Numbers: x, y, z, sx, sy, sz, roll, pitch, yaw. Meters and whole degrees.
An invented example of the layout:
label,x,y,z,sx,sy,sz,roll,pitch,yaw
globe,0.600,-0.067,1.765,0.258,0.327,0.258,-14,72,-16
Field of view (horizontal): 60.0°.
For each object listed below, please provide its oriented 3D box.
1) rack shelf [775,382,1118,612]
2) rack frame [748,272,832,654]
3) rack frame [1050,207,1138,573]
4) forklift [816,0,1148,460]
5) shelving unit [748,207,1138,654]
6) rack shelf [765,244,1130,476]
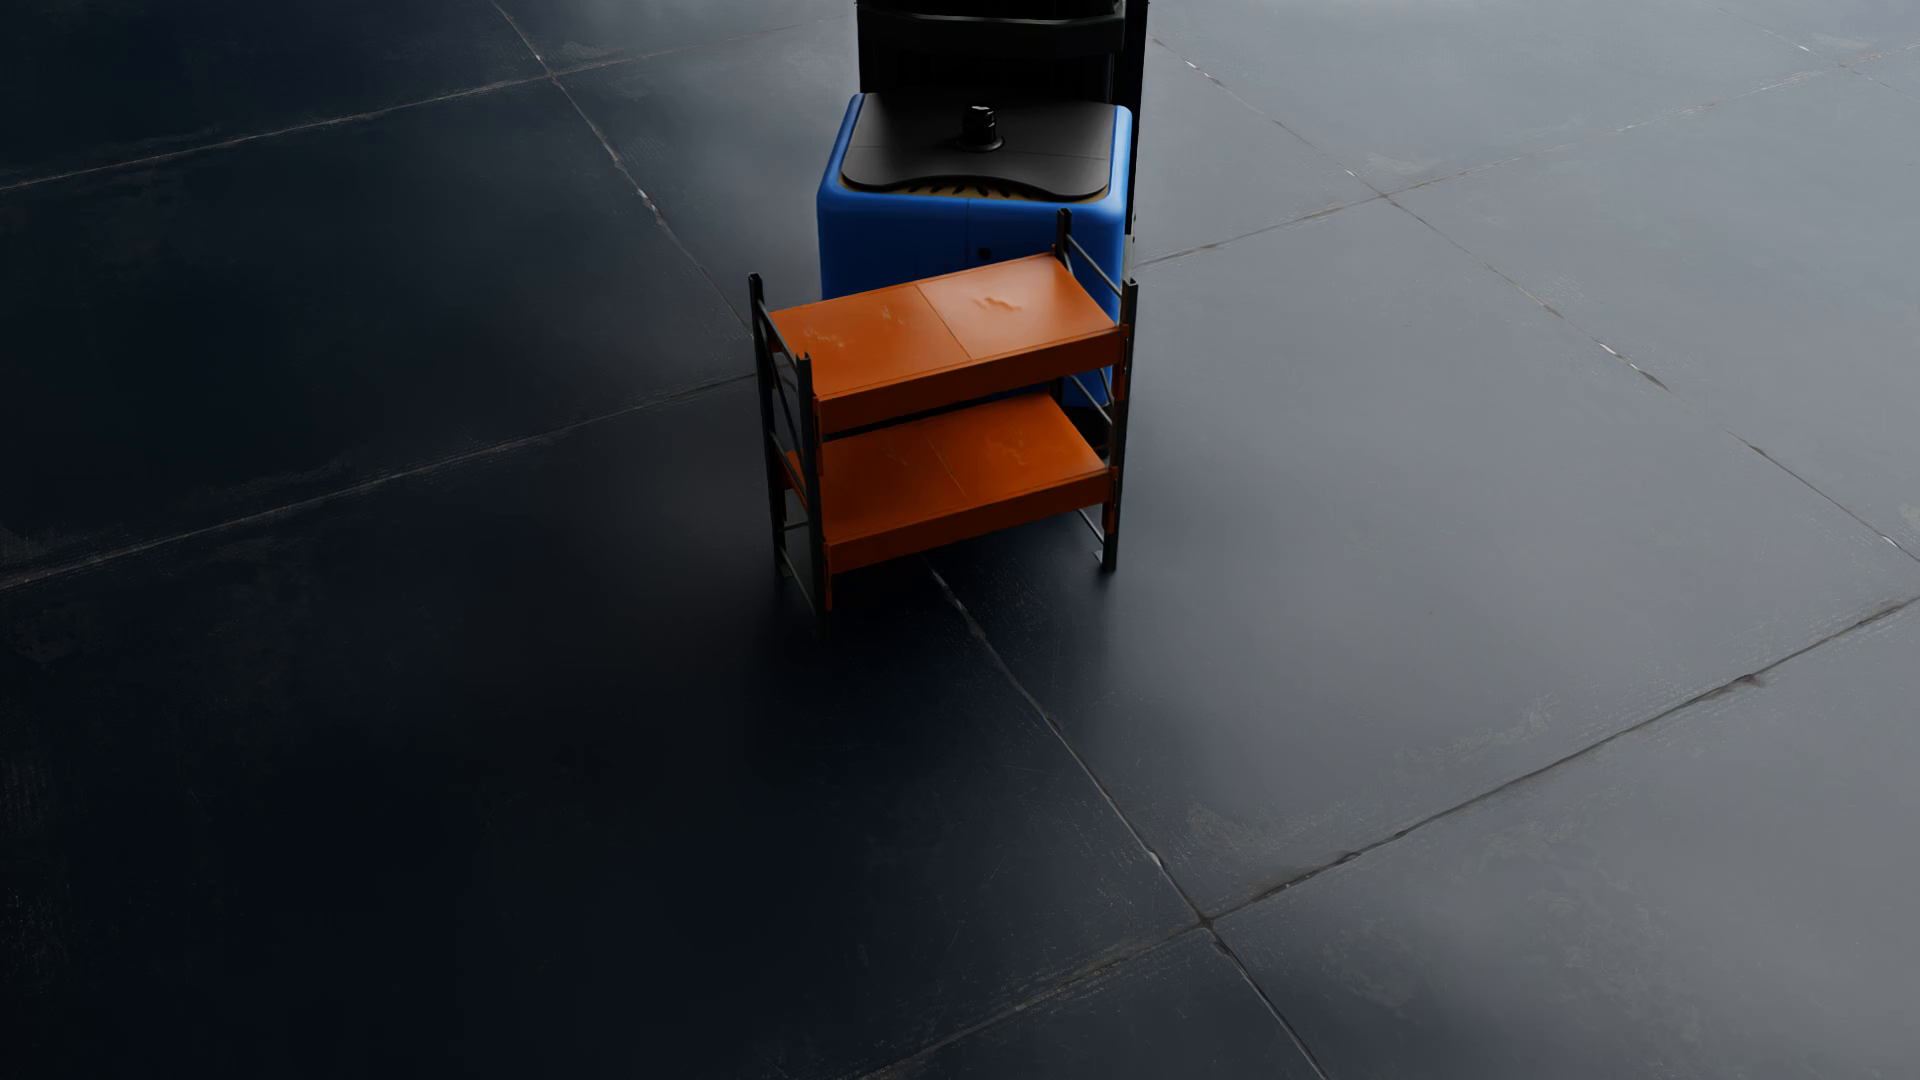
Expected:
label,x,y,z,sx,sy,sz,roll,pitch,yaw
rack shelf,-0.052,-0.158,5.444,1.000,0.278,0.538,-15,43,-17
rack frame,-0.522,-0.218,5.137,0.032,1.125,0.500,-15,43,-17
rack frame,0.417,-0.470,5.435,0.032,1.125,0.500,-15,43,-17
forklift,0.184,-2.339,6.244,1.130,2.935,3.031,4,40,5
shelving unit,-0.052,-0.344,5.286,1.048,1.125,0.538,-15,43,-17
rack shelf,-0.052,-0.568,5.097,1.000,0.278,0.538,-15,43,-17
